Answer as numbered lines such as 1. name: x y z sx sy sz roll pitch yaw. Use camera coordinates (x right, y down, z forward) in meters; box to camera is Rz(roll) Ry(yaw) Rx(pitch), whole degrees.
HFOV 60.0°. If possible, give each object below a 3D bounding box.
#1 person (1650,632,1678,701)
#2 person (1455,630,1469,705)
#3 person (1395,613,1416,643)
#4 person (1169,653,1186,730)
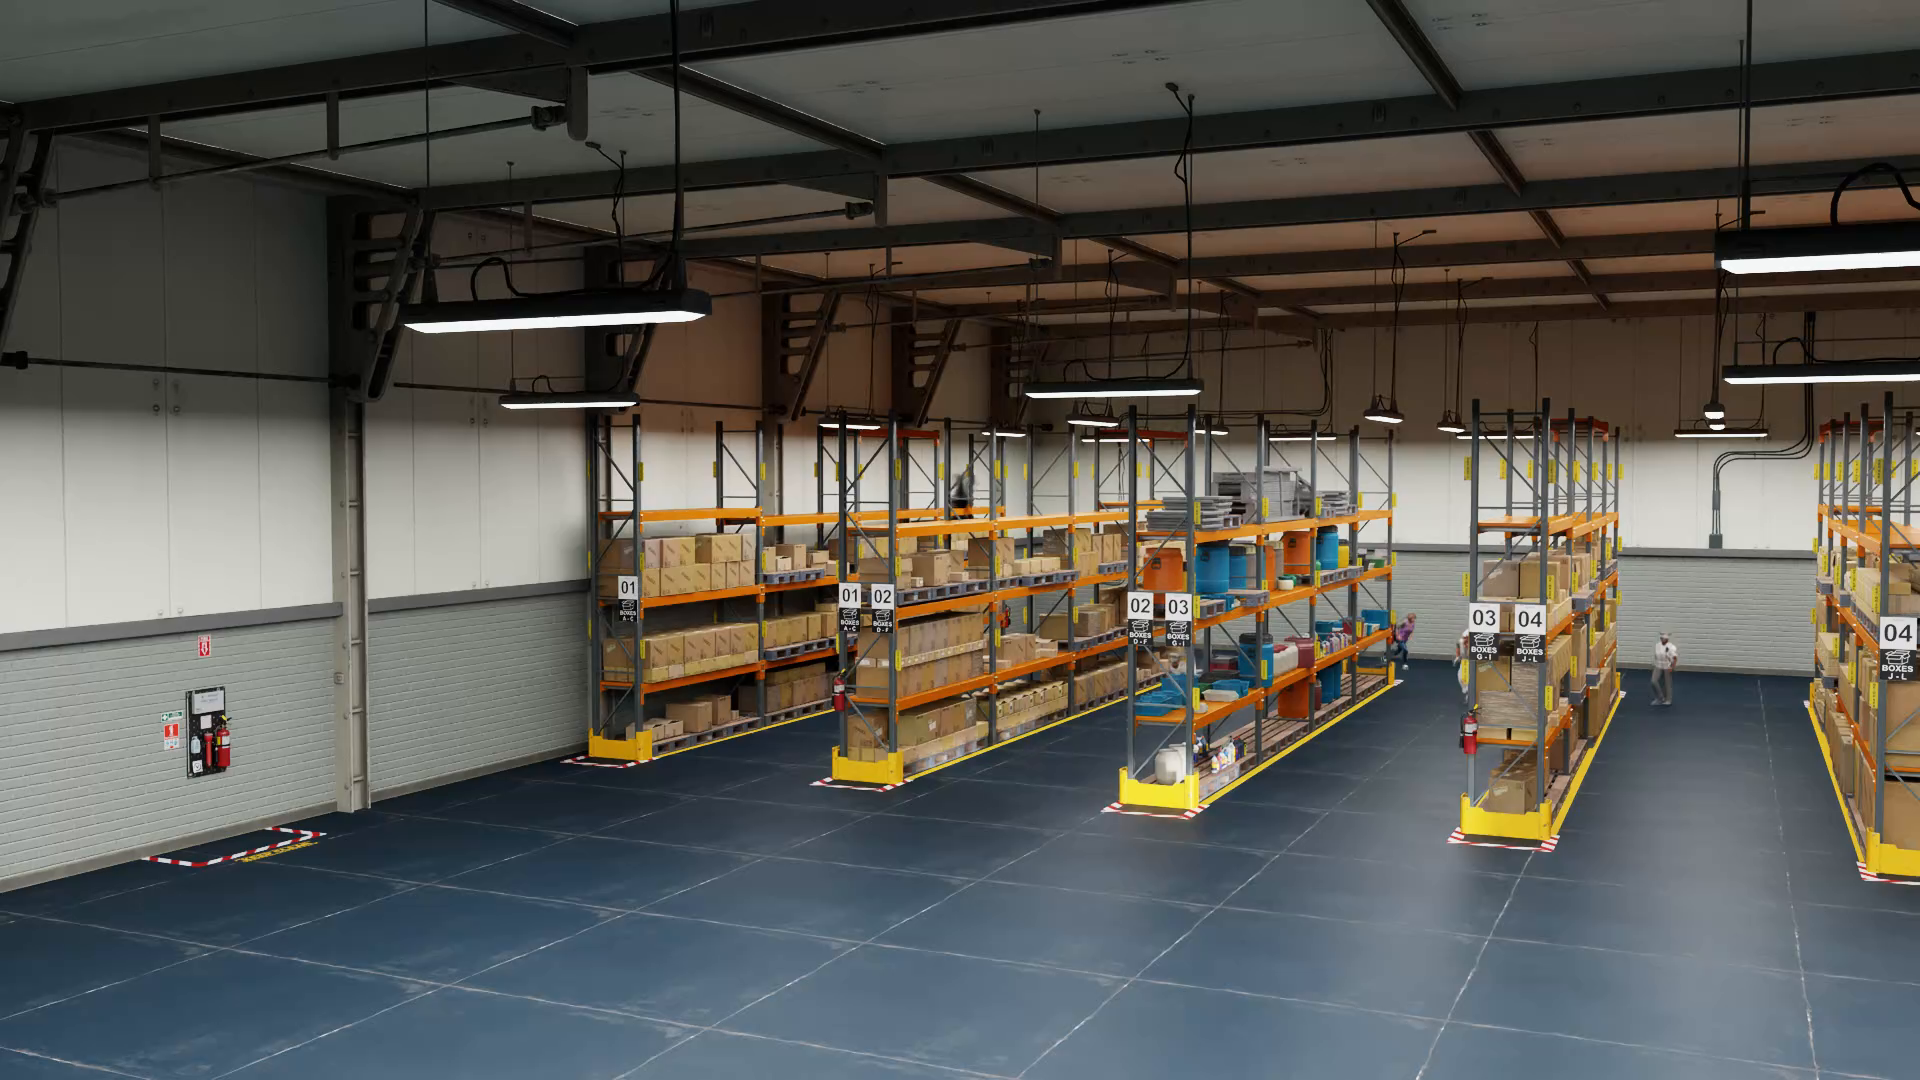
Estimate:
1. person: 14.976 2.700 35.312 0.563 1.530 0.727 2 3 41
2. person: 11.045 2.722 35.911 0.658 1.625 1.131 1 3 32
3. person: 11.323 2.225 42.208 0.535 0.771 0.568 -1 3 -32
4. person: 4.405 2.935 32.426 0.656 1.537 1.185 2 3 42
